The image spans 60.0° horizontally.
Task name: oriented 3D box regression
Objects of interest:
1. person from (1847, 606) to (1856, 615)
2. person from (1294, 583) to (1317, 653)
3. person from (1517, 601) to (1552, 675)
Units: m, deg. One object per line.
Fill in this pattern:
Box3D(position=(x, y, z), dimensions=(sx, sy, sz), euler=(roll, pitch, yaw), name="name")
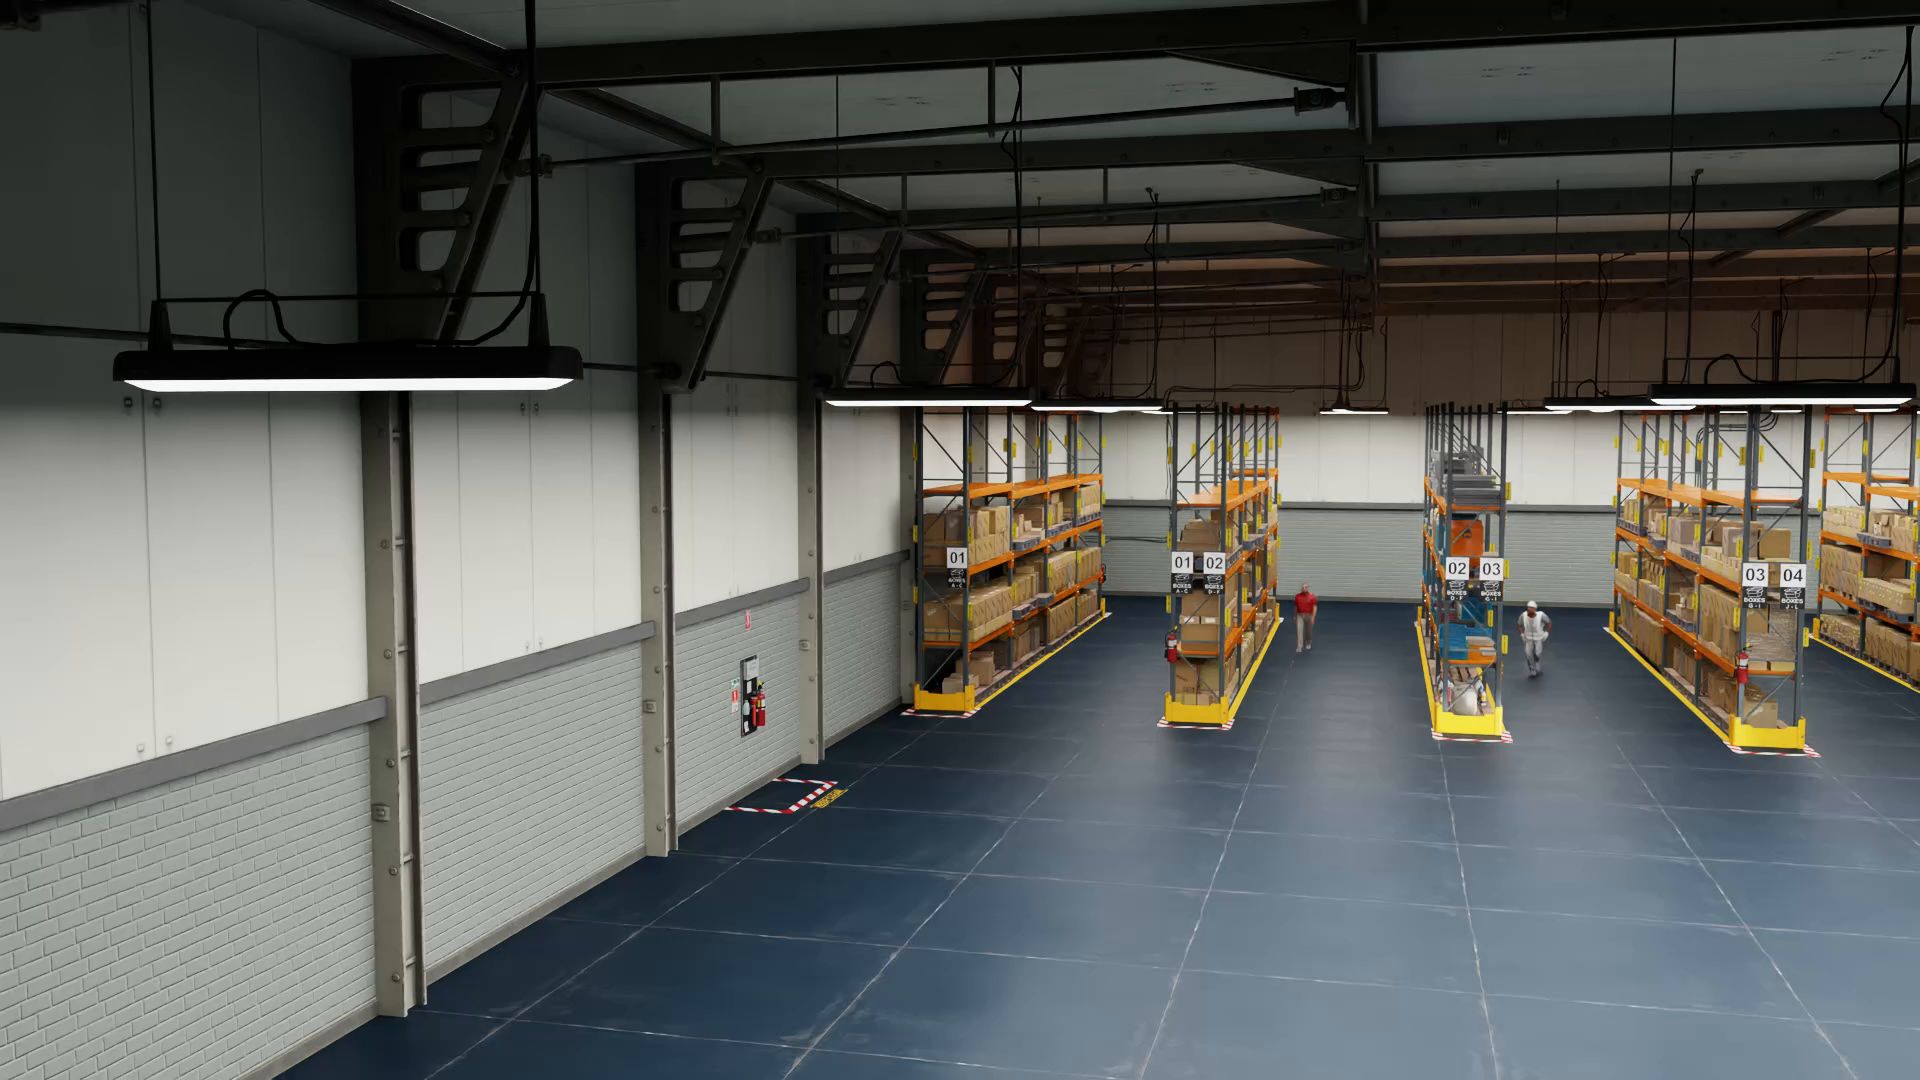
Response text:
Box3D(position=(24.244, 1.594, 44.950), dimensions=(0.607, 1.581, 0.430), euler=(-1, 4, -18), name="person")
Box3D(position=(8.398, 1.886, 40.416), dimensions=(0.539, 1.655, 1.095), euler=(1, 4, 10), name="person")
Box3D(position=(12.696, 2.172, 36.753), dimensions=(0.728, 1.681, 0.652), euler=(2, 5, 24), name="person")
